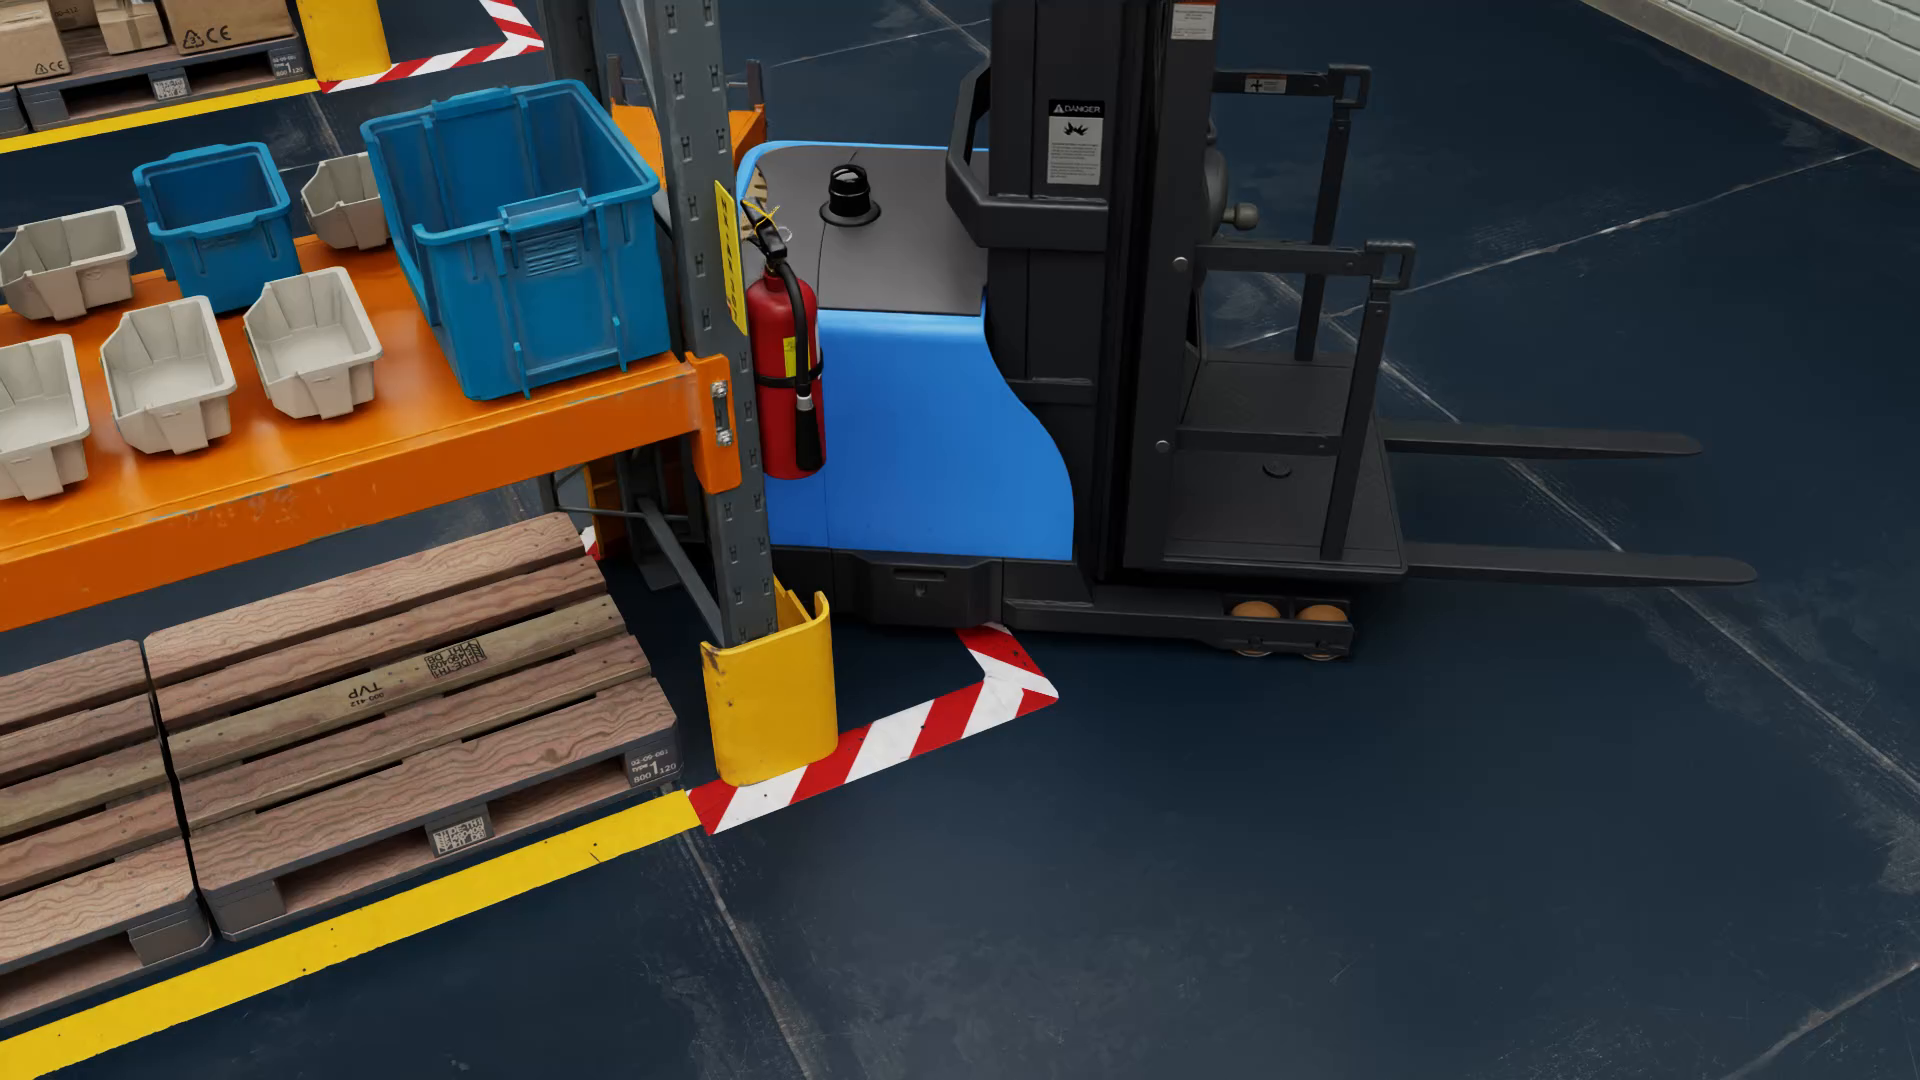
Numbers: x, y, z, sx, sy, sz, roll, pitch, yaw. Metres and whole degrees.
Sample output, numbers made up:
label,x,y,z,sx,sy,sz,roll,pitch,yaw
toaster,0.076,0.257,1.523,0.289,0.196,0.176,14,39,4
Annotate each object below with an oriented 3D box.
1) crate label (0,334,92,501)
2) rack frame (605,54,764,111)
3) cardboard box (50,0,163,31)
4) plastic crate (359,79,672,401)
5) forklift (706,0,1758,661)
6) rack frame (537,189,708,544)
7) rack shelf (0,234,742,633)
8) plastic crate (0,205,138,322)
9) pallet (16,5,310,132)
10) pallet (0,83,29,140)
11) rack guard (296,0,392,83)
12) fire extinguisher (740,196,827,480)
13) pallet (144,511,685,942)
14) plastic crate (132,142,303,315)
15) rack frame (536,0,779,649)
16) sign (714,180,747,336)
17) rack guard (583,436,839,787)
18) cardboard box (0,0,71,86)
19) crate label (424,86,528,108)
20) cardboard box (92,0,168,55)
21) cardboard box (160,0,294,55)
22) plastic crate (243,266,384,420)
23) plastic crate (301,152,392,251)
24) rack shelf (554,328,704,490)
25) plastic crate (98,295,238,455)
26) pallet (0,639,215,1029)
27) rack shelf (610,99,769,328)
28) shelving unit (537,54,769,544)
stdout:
label,x,y,z,sx,sy,sz,roll,pitch,yaw
crate label,-1.889,-0.238,3.367,0.243,0.136,0.396,-19,44,-21
rack frame,-0.867,-1.054,5.555,0.500,1.125,0.032,4,35,7
cardboard box,-4.091,-2.647,7.843,0.500,0.250,0.500,-19,44,-21
plastic crate,-0.961,-0.667,3.643,0.499,0.435,0.616,-19,44,-21
forklift,0.808,-1.128,4.314,3.031,2.935,1.130,3,40,3
rack frame,-1.018,-0.476,4.732,0.500,1.125,0.032,4,35,7
rack shelf,-2.524,0.034,3.445,4.000,0.370,1.077,-19,44,-21
plastic crate,-2.045,-0.624,3.824,0.298,0.136,0.250,-19,44,-21
pallet,-3.809,-2.352,7.865,1.213,0.211,1.003,-19,44,-21
pallet,-4.889,-1.990,7.438,1.213,0.211,1.003,-19,44,-21
rack guard,-3.102,-2.701,8.054,0.348,0.500,1.175,-19,44,-21
fire extinguisher,-0.406,-0.451,3.809,0.183,0.674,0.296,-19,44,-21
pallet,-1.499,0.450,4.555,1.213,0.211,1.003,-19,44,-21
plastic crate,-1.705,-0.715,3.857,0.300,0.233,0.416,-19,44,-21
rack frame,-0.750,-0.838,3.918,0.127,3.000,1.000,-19,44,-21
sign,-0.481,-0.590,3.499,0.005,0.325,0.100,-19,44,-21
rack guard,-0.735,0.102,4.743,0.348,0.500,1.175,-19,44,-21
cardboard box,-4.260,-2.226,7.346,0.500,0.250,0.500,-19,44,-21
crate label,-1.121,-0.912,4.089,0.303,0.233,0.416,-19,44,-21
cardboard box,-3.804,-2.391,7.606,0.250,0.166,0.380,-19,44,-21
cardboard box,-3.403,-2.588,7.580,0.500,0.500,0.500,-19,44,-21
plastic crate,-1.390,-0.413,3.574,0.243,0.136,0.396,-19,44,-21
plastic crate,-1.444,-0.827,4.063,0.298,0.136,0.250,-19,44,-21
rack shelf,-0.939,-0.565,5.284,0.538,0.278,1.000,4,35,7
plastic crate,-1.653,-0.335,3.482,0.243,0.136,0.396,-19,44,-21
pallet,-2.580,0.812,4.128,1.213,0.211,1.003,-19,44,-21
rack shelf,-0.946,-1.005,4.976,0.538,0.278,1.000,4,35,7
shelving unit,-0.942,-0.765,5.143,0.538,1.125,1.048,4,35,7
